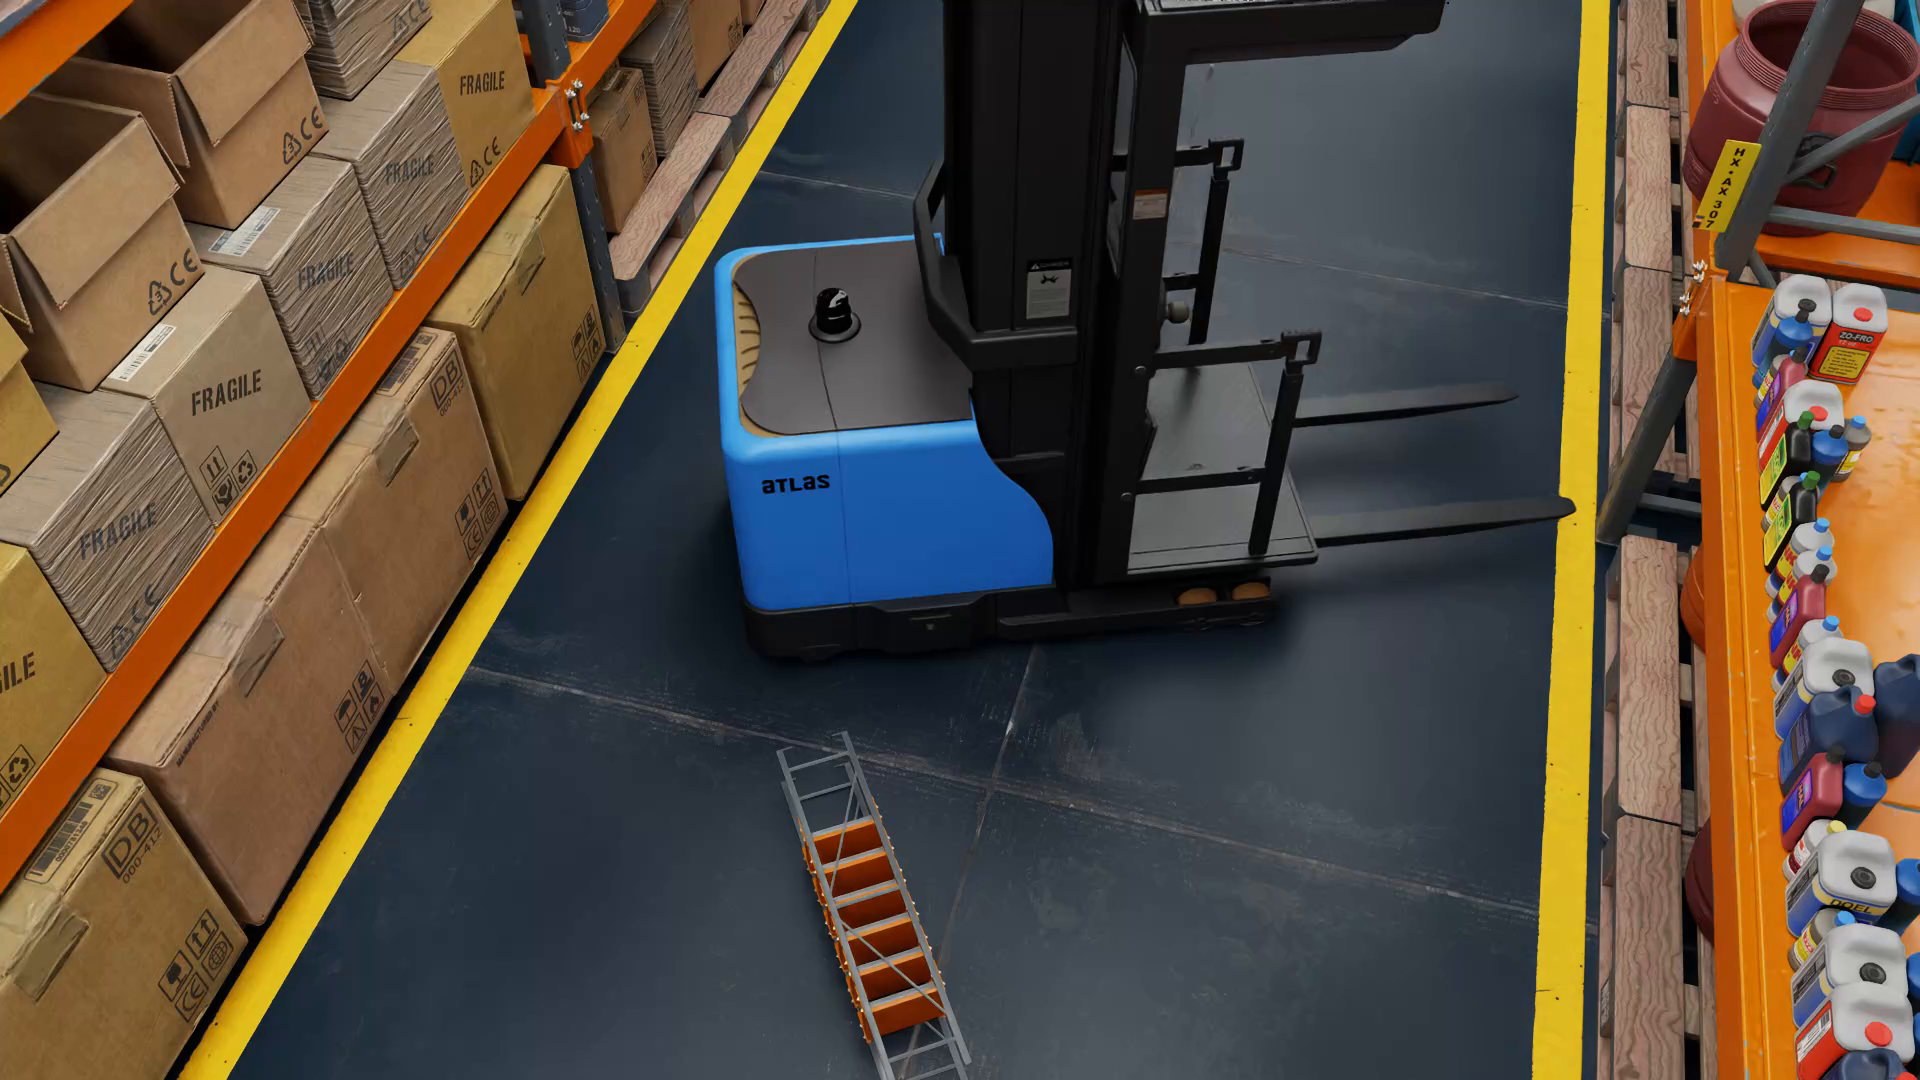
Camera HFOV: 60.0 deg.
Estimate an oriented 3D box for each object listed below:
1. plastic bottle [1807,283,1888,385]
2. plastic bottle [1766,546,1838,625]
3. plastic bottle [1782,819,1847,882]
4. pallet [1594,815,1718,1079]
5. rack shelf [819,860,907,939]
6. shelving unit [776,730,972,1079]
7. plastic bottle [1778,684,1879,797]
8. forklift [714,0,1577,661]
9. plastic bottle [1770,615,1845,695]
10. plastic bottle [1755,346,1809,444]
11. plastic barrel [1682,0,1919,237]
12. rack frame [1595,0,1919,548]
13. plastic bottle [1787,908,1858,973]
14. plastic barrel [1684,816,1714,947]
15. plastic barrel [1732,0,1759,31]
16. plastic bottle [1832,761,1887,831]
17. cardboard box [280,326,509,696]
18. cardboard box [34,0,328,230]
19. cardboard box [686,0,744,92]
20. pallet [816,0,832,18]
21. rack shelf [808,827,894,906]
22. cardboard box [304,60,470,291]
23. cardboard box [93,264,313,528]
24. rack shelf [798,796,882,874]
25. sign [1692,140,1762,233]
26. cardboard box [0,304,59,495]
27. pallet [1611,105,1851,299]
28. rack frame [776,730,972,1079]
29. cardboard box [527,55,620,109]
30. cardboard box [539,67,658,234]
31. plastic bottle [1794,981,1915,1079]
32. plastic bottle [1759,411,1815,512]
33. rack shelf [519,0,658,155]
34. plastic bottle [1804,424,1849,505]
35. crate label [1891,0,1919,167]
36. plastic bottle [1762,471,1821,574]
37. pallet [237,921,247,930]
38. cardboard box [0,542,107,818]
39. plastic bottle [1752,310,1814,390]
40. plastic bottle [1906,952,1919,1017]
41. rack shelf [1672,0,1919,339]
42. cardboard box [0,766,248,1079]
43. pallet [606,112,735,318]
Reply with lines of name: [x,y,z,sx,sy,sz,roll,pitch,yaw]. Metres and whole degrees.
plastic bottle: [2.600,-0.604,4.865,0.152,0.276,0.135,12,50,10]
plastic bottle: [2.153,0.115,4.234,0.097,0.271,0.097,0,49,0]
plastic bottle: [1.947,0.703,3.761,0.097,0.201,0.097,0,49,0]
pallet: [2.388,1.457,4.823,1.003,0.211,1.213,12,50,10]
rack shelf: [-0.296,1.109,5.140,0.258,0.180,0.103,-15,51,-13]
shelving unit: [-0.281,1.141,5.112,0.258,0.189,1.200,-15,51,-13]
plastic bottle: [2.042,0.460,3.877,0.144,0.351,0.185,12,50,10]
forklift: [0.701,-1.036,5.209,3.031,2.935,1.130,-5,49,-5]
plastic bottle: [2.092,0.282,4.086,0.097,0.271,0.097,0,49,0]
plastic bottle: [2.322,-0.407,4.687,0.061,0.283,0.133,12,50,10]
plastic barrel: [2.709,-1.364,5.363,0.600,0.536,0.708,12,50,10]
rack frame: [2.879,-0.924,5.065,1.000,3.000,0.127,12,50,10]
plastic bottle: [1.886,0.871,3.613,0.097,0.201,0.097,0,49,0]
plastic barrel: [2.469,0.909,4.775,0.600,0.588,0.708,12,50,10]
plastic barrel: [3.054,-2.052,5.986,0.421,0.512,0.421,0,49,0]
plastic bottle: [2.041,0.595,3.810,0.097,0.271,0.097,0,49,0]
cardboard box: [-2.343,-0.199,5.562,1.225,0.875,0.875,12,50,10]
cardboard box: [-2.282,-1.270,4.634,0.797,0.503,0.637,13,50,11]
cardboard box: [-1.466,-2.523,7.850,0.700,0.500,0.500,15,50,13]
pallet: [-1.050,-3.308,9.029,1.003,0.211,1.213,12,50,10]
rack shelf: [-0.337,1.024,5.214,0.258,0.180,0.103,-15,51,-13]
cardboard box: [-1.927,-1.169,5.214,0.500,0.500,0.500,11,50,10]
cardboard box: [-2.196,-0.425,4.558,0.500,0.500,0.500,12,50,11]
rack shelf: [-0.377,0.939,5.288,0.258,0.180,0.103,-15,51,-13]
sign: [2.346,-1.081,5.095,0.100,0.325,0.005,12,50,10]
cardboard box: [-2.600,-0.331,3.805,0.797,0.503,0.637,12,50,10]
pallet: [3.443,-1.433,7.374,1.003,0.211,1.213,12,50,10]
rack frame: [-0.281,1.081,5.043,0.240,0.006,1.200,-15,51,-13]
cardboard box: [-1.752,-1.958,6.851,0.500,0.250,0.500,13,50,12]
cardboard box: [-1.743,-1.708,7.131,0.700,0.500,0.500,9,49,8]
plastic bottle: [1.847,1.033,3.421,0.152,0.276,0.135,12,50,10]
plastic bottle: [2.252,-0.213,4.516,0.061,0.283,0.133,12,50,10]
rack shelf: [-1.373,-3.110,7.474,1.077,0.370,4.000,12,50,10]
plastic bottle: [2.333,-0.207,4.518,0.097,0.271,0.097,0,49,0]
crate label: [3.401,-1.601,5.639,0.502,0.435,0.616,12,50,10]
plastic bottle: [2.191,-0.047,4.368,0.061,0.283,0.133,12,50,10]
pallet: [-2.822,1.342,4.925,1.003,0.211,1.213,12,50,10]
cardboard box: [-2.459,0.312,3.907,0.500,0.500,0.500,12,50,10]
plastic bottle: [2.396,-0.554,4.824,0.097,0.271,0.097,0,49,0]
plastic bottle: [2.007,0.948,3.499,0.097,0.271,0.097,0,49,0]
rack shelf: [3.405,-2.132,6.611,1.077,0.370,4.000,12,50,10]
cardboard box: [-2.803,1.089,4.425,1.225,0.875,0.875,12,50,10]
pallet: [-1.693,-1.543,7.471,1.003,0.211,1.213,12,50,10]
